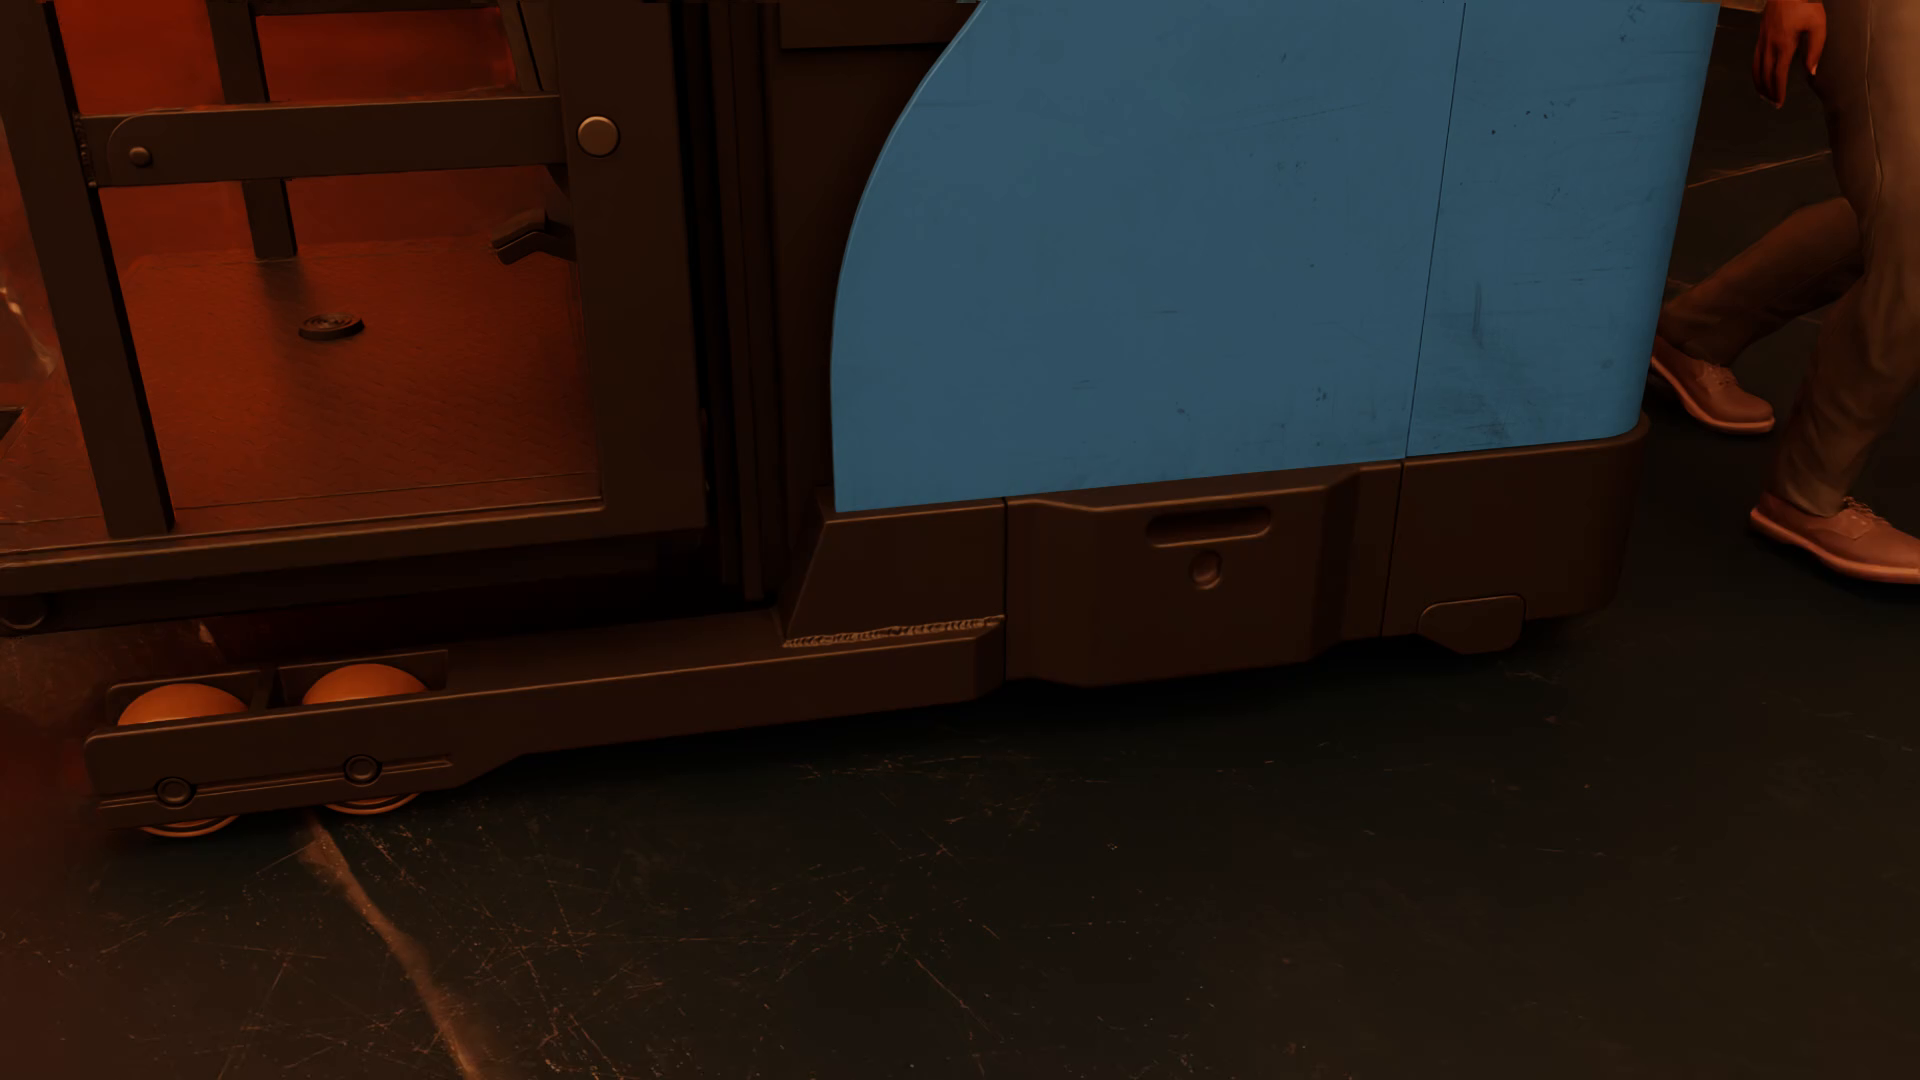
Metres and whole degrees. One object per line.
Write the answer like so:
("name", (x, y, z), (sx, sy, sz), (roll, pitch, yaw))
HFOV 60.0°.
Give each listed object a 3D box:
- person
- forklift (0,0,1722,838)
("person", (1.299, -0.737, 2.273), (0.719, 1.517, 0.838), (-22, 34, -36))
("forklift", (-0.693, -1.241, 1.704), (3.031, 2.935, 1.130), (-6, 27, -11))
